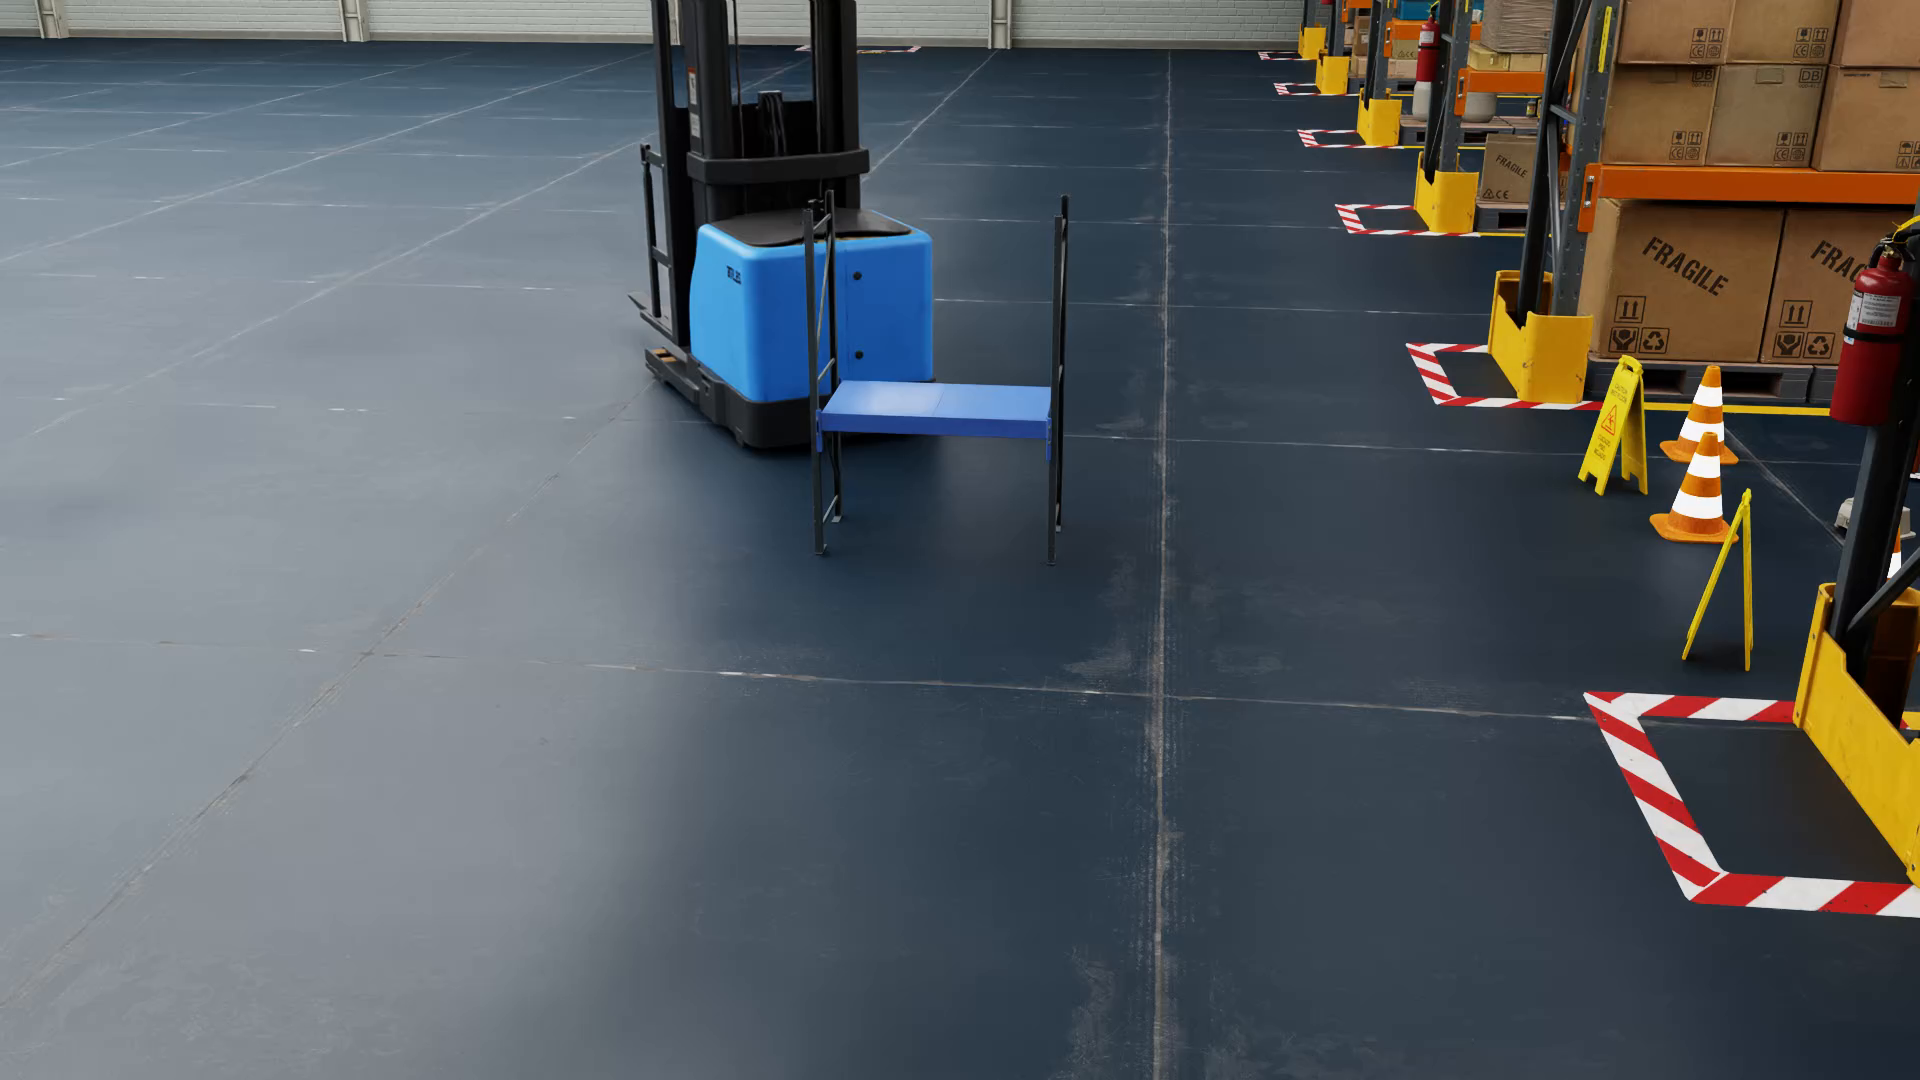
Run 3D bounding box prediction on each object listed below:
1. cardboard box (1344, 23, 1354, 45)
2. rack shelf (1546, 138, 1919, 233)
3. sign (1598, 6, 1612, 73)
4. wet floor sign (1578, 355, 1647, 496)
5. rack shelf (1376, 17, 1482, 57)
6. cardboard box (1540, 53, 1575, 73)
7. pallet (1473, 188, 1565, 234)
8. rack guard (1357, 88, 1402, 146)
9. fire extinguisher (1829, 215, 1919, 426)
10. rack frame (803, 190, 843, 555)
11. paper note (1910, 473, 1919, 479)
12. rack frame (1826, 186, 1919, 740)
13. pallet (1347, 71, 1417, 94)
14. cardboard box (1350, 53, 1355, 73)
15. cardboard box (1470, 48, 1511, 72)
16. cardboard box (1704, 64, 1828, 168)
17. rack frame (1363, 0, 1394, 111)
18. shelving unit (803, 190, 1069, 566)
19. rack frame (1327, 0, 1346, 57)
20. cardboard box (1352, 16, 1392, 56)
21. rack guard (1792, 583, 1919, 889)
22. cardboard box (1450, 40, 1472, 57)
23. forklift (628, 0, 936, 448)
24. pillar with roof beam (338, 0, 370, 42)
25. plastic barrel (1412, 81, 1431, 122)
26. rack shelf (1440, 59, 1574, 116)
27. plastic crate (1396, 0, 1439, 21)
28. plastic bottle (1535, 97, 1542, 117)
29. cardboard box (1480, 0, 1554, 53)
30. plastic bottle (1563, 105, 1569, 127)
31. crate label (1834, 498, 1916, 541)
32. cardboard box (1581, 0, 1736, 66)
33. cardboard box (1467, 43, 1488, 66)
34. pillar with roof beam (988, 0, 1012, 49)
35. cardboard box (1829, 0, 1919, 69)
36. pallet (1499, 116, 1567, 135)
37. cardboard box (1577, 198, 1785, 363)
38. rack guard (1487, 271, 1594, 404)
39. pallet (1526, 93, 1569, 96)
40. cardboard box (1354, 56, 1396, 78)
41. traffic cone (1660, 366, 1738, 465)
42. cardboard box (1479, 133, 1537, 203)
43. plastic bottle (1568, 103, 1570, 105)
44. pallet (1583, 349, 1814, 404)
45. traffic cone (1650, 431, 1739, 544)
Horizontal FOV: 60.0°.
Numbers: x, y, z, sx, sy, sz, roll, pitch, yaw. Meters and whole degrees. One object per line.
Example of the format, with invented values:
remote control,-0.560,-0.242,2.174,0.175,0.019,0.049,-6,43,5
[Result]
cardboard box,6.550,-8.502,27.925,0.500,0.311,0.500,0,22,0
rack shelf,5.427,-1.958,9.291,4.000,0.370,1.077,2,22,6
sign,3.370,-2.616,8.692,0.005,0.325,0.100,2,22,6
wet floor sign,3.179,-0.563,7.985,0.232,0.644,0.267,-1,22,-3
rack shelf,6.694,-5.573,18.434,4.000,0.370,1.077,2,22,6
cardboard box,4.872,-3.935,13.656,0.250,0.149,0.380,2,22,6
pallet,5.003,-2.837,14.330,1.213,0.211,1.003,2,22,6
rack guard,4.789,-4.845,19.016,0.348,0.500,1.175,2,22,6
fire extinguisher,2.899,-0.705,5.247,0.183,0.674,0.296,2,22,6
rack frame,-0.590,-0.723,7.229,0.032,1.500,0.500,2,22,6
paper note,4.757,-0.312,8.189,0.142,0.017,0.144,11,24,25
rack frame,2.959,-0.567,4.795,0.127,3.000,1.000,2,22,6
pallet,6.059,-6.488,23.563,1.213,0.211,1.003,2,22,6
cardboard box,5.862,-6.803,23.738,0.500,0.250,0.500,2,22,6
cardboard box,4.380,-3.969,13.742,0.250,0.149,0.380,2,22,6
cardboard box,4.363,-2.433,9.311,0.550,0.550,0.875,2,22,6
rack frame,4.708,-5.994,18.521,0.127,3.000,1.000,2,22,6
shelving unit,-0.085,-0.701,7.173,1.048,1.500,0.538,2,22,6
rack frame,5.294,-7.802,23.095,0.127,3.000,1.000,2,22,6
cardboard box,5.862,-7.153,23.602,0.500,0.500,0.500,2,22,6
rack guard,3.034,0.598,5.246,0.348,0.500,1.175,2,22,6
cardboard box,6.796,-6.925,23.026,0.500,0.500,0.500,2,22,6
forklift,-1.221,-2.332,9.353,1.130,2.935,3.031,-10,24,-24
pillar with roof beam,-11.711,-11.893,25.284,0.400,9.000,9.100,2,22,6
plastic barrel,5.370,-5.032,18.900,0.421,0.512,0.421,0,22,0
rack shelf,6.111,-3.764,13.860,4.000,0.370,1.077,2,22,6
plastic crate,5.240,-6.012,18.770,0.616,0.251,0.499,2,22,6
plastic bottle,6.701,-5.017,19.147,0.133,0.283,0.061,3,22,8
cardboard box,4.668,-4.337,13.788,0.500,0.500,0.875,2,22,6
plastic bottle,6.694,-4.727,18.412,0.133,0.283,0.061,3,22,7
crate label,4.118,-0.097,7.499,0.298,0.136,0.250,-9,23,-22
cardboard box,3.805,-2.921,9.075,0.550,0.550,0.875,2,22,6
cardboard box,4.432,-4.132,14.153,0.250,0.149,0.380,2,22,6
pillar with roof beam,0.206,-11.374,23.970,0.400,9.000,9.100,2,22,6
cardboard box,4.902,-2.857,8.913,0.550,0.550,0.875,2,22,6
pallet,6.803,-4.620,18.839,1.213,0.211,1.003,2,22,6
cardboard box,4.122,-1.581,9.678,0.875,0.875,0.875,3,22,7
rack guard,3.417,-1.218,9.840,0.348,0.500,1.175,2,22,6
pallet,8.482,-6.382,23.296,1.213,0.211,1.003,2,22,6
cardboard box,5.801,-6.614,23.259,0.500,0.250,0.500,2,22,6
traffic cone,3.801,-0.658,8.474,0.334,0.463,0.336,2,22,6
cardboard box,4.743,-3.185,14.246,0.500,0.500,0.500,7,23,16
plastic bottle,6.972,-4.904,18.973,0.097,0.201,0.097,0,22,0
pallet,4.244,-1.076,9.875,1.213,0.211,1.003,2,22,6
traffic cone,3.330,-0.260,7.468,0.334,0.463,0.336,2,22,6
